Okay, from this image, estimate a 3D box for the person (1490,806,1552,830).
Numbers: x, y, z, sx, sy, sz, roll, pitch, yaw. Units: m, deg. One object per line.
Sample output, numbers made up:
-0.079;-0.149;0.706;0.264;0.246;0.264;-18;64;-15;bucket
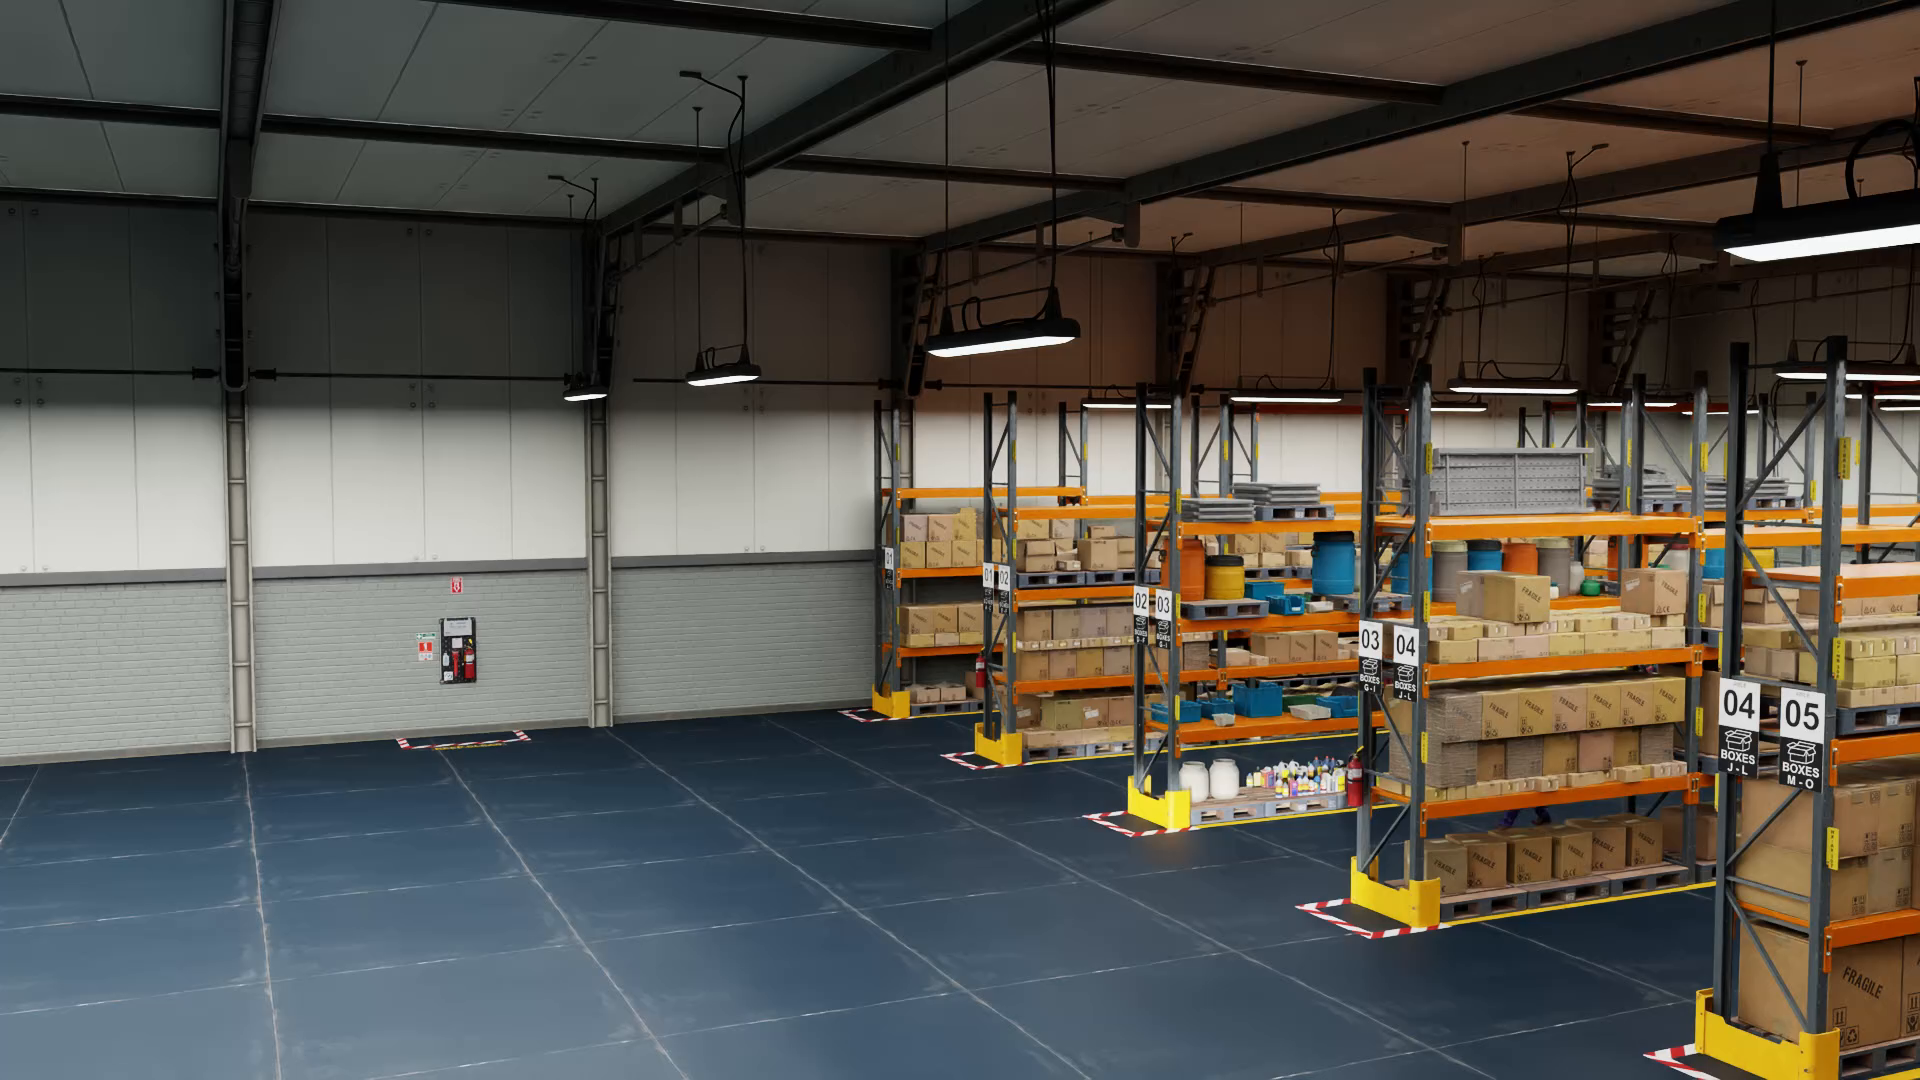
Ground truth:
7.467;3.065;22.094;1.061;1.582;0.585;-1;3;-14;person
